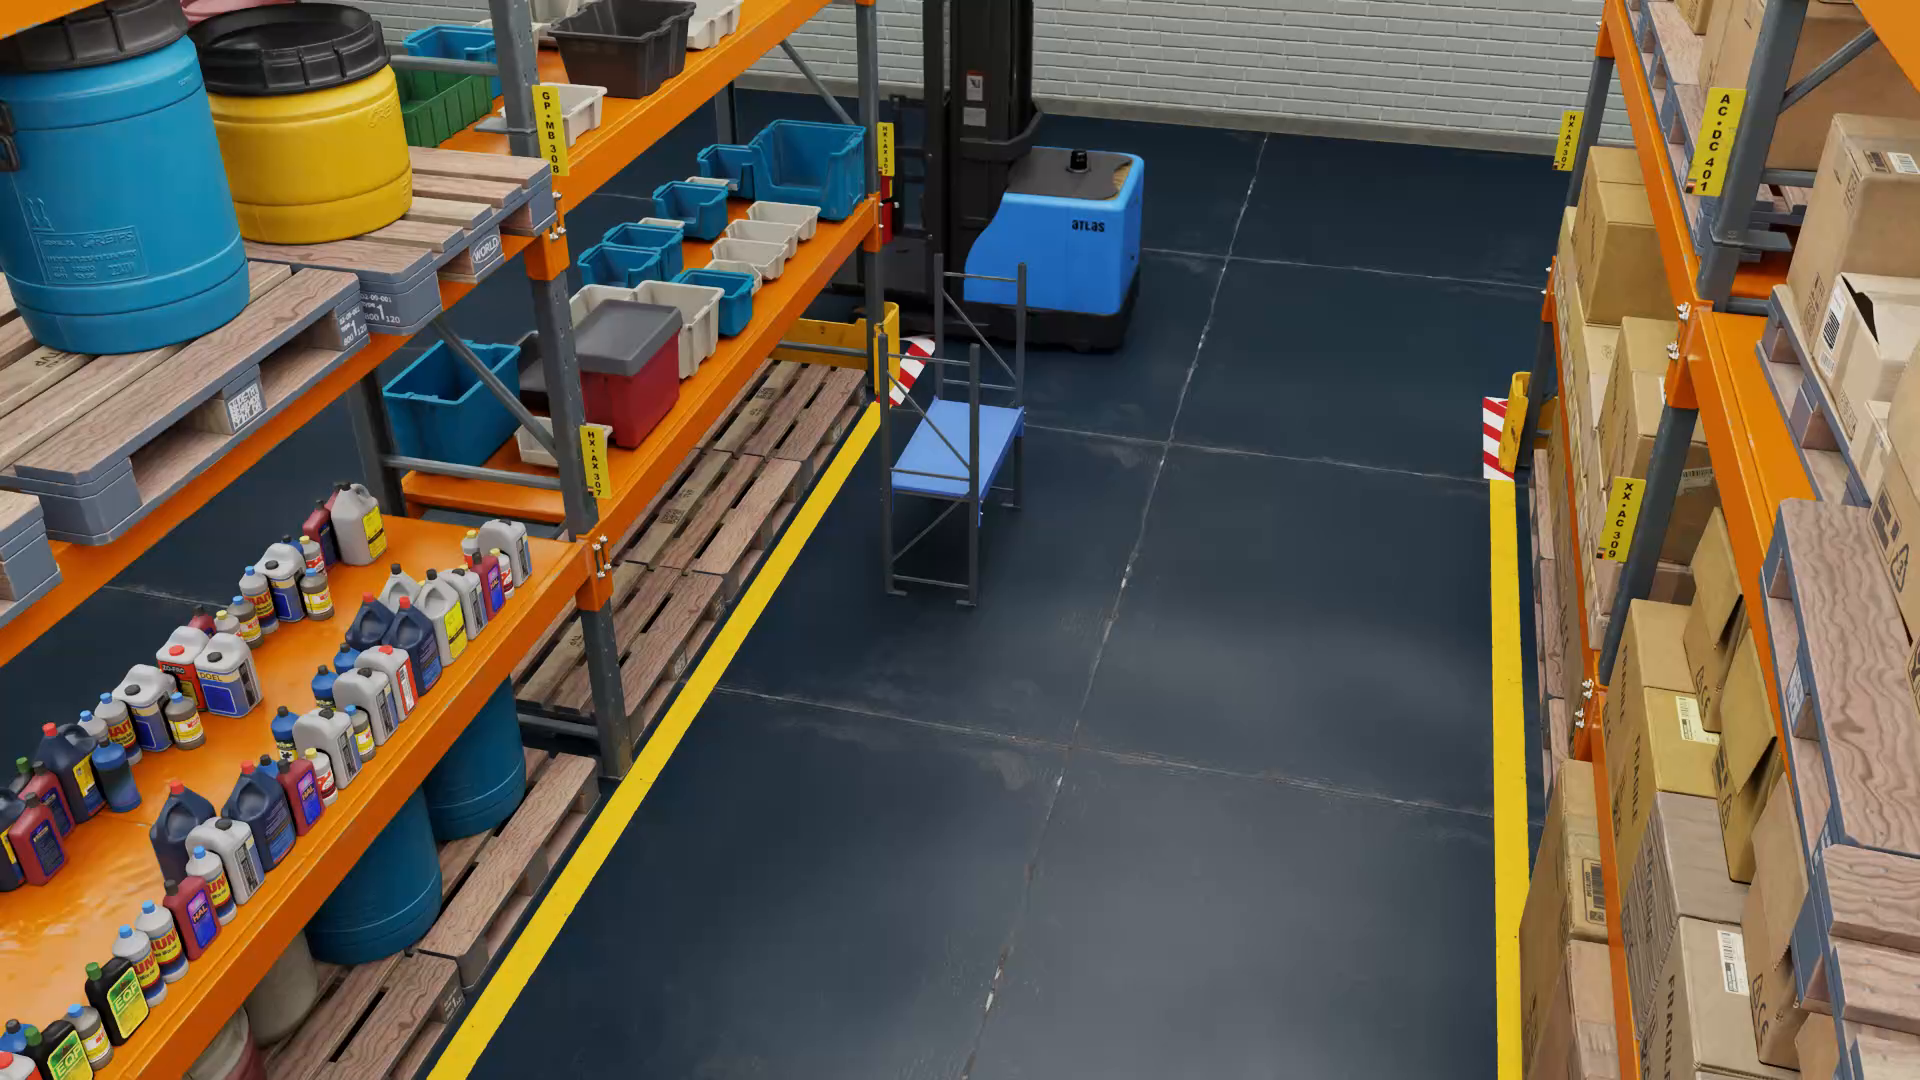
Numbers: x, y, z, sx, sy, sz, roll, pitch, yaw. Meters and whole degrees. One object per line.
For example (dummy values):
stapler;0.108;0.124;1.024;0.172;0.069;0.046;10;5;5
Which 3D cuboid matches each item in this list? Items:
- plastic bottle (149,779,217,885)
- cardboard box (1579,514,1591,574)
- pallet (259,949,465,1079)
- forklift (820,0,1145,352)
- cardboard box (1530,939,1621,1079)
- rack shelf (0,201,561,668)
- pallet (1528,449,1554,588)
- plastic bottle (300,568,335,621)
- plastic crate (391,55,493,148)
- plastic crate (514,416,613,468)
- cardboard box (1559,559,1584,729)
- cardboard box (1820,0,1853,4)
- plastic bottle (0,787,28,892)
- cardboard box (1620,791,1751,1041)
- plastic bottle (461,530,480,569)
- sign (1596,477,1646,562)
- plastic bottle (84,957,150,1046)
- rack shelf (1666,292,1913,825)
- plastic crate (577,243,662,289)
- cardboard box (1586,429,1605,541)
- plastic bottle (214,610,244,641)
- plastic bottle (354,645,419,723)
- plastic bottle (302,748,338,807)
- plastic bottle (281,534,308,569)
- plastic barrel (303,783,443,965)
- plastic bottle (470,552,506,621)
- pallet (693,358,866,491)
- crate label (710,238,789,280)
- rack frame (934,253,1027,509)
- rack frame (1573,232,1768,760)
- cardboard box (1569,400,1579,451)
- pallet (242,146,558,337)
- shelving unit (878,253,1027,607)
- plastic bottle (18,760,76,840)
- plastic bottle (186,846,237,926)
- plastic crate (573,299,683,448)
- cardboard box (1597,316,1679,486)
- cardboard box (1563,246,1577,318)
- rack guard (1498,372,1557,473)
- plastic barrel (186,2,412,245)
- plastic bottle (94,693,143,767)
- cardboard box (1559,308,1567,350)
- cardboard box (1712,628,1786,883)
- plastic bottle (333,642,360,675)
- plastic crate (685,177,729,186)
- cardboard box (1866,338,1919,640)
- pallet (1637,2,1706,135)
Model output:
plastic bottle;-2.374;0.893;5.095;0.144;0.351;0.185;8;33;12
cardboard box;2.685;0.041;6.624;0.380;0.149;0.250;7;33;12
pallet;-2.540;1.937;6.006;1.003;0.211;1.213;8;33;12
forklift;-0.294;-2.917;11.106;3.031;2.935;1.130;8;33;12
cardboard box;2.425;1.923;5.019;1.225;0.875;0.875;7;33;11
rack shelf;-2.504;-0.194;4.634;1.077;0.370;4.000;8;33;12
pallet;3.682;-0.069;9.161;1.003;0.211;1.213;8;33;12
plastic bottle;-2.450;0.200;6.325;0.097;0.201;0.097;0;32;0
plastic crate;-2.181;-1.707;6.541;0.450;0.188;0.662;8;33;12
plastic crate;-1.740;-0.406;7.282;0.396;0.136;0.243;8;33;12
cardboard box;3.268;0.325;7.531;0.875;0.875;0.875;8;33;12
cardboard box;3.039;-1.926;5.412;0.500;0.250;0.500;6;33;9
plastic bottle;-2.951;0.889;5.102;0.144;0.351;0.185;8;33;12
cardboard box;2.182;1.088;4.650;0.500;0.500;0.500;7;33;11
plastic bottle;-1.909;0.055;6.552;0.097;0.201;0.097;0;32;0
sign;2.257;-0.069;5.682;0.100;0.325;0.005;8;33;12
plastic bottle;-2.335;1.252;4.594;0.061;0.283;0.133;8;33;12
rack shelf;2.287;0.480;3.573;1.077;0.370;4.000;8;33;12
plastic crate;-1.773;-1.378;8.721;0.416;0.233;0.300;8;33;12
cardboard box;2.782;-0.191;6.617;0.500;0.250;0.500;9;34;14
plastic bottle;-2.681;0.350;6.089;0.097;0.201;0.097;0;32;0
plastic bottle;-2.004;0.483;5.811;0.152;0.276;0.135;8;33;12
plastic bottle;-2.100;0.768;5.431;0.097;0.201;0.097;0;32;0
plastic bottle;-2.572;0.099;6.418;0.097;0.271;0.097;0;32;0
plastic barrel;-2.331;1.086;6.310;0.600;0.901;0.708;8;33;12
plastic bottle;-1.798;0.154;6.320;0.061;0.283;0.133;8;33;12
pallet;-1.228;-0.746;10.227;1.003;0.211;1.213;8;33;12
crate label;-1.148;-1.515;9.027;0.396;0.136;0.243;8;33;12
rack frame;0.107;-0.852;9.193;0.500;1.500;0.032;8;33;12
rack frame;2.794;0.405;5.817;1.000;3.000;0.127;8;33;12
cardboard box;2.946;-0.491;7.461;0.380;0.149;0.250;9;33;13
pallet;-2.101;-1.036;5.463;1.213;0.211;1.003;8;33;12
shelving unit;-0.022;-0.589;8.778;0.538;1.500;1.048;8;33;12
plastic bottle;-2.892;0.837;5.246;0.061;0.283;0.133;8;33;12
plastic bottle;-2.240;1.024;4.963;0.097;0.271;0.097;0;32;0
plastic crate;-1.527;-0.751;7.520;0.402;0.464;0.583;8;33;12
cardboard box;2.784;-0.508;6.417;0.500;0.500;0.500;8;33;13
cardboard box;3.301;-1.250;8.283;0.500;0.250;0.500;8;33;12
rack guard;3.816;-0.629;9.773;1.175;0.500;0.348;8;33;12
plastic barrel;-2.032;-1.291;5.122;0.600;0.588;0.600;0;32;0
plastic bottle;-2.832;0.630;5.583;0.097;0.271;0.097;0;32;0
cardboard box;3.207;-1.024;8.299;0.380;0.149;0.250;8;33;12
cardboard box;2.455;0.626;4.441;0.797;0.503;0.637;8;33;13
plastic bottle;-2.130;0.477;5.823;0.097;0.271;0.097;0;32;0
plastic crate;-1.524;-2.021;9.823;0.250;0.136;0.298;8;33;12
cardboard box;2.277;-0.069;3.279;0.797;0.503;0.637;8;33;12
pallet;3.324;-1.878;6.695;1.003;0.211;1.213;8;33;12
